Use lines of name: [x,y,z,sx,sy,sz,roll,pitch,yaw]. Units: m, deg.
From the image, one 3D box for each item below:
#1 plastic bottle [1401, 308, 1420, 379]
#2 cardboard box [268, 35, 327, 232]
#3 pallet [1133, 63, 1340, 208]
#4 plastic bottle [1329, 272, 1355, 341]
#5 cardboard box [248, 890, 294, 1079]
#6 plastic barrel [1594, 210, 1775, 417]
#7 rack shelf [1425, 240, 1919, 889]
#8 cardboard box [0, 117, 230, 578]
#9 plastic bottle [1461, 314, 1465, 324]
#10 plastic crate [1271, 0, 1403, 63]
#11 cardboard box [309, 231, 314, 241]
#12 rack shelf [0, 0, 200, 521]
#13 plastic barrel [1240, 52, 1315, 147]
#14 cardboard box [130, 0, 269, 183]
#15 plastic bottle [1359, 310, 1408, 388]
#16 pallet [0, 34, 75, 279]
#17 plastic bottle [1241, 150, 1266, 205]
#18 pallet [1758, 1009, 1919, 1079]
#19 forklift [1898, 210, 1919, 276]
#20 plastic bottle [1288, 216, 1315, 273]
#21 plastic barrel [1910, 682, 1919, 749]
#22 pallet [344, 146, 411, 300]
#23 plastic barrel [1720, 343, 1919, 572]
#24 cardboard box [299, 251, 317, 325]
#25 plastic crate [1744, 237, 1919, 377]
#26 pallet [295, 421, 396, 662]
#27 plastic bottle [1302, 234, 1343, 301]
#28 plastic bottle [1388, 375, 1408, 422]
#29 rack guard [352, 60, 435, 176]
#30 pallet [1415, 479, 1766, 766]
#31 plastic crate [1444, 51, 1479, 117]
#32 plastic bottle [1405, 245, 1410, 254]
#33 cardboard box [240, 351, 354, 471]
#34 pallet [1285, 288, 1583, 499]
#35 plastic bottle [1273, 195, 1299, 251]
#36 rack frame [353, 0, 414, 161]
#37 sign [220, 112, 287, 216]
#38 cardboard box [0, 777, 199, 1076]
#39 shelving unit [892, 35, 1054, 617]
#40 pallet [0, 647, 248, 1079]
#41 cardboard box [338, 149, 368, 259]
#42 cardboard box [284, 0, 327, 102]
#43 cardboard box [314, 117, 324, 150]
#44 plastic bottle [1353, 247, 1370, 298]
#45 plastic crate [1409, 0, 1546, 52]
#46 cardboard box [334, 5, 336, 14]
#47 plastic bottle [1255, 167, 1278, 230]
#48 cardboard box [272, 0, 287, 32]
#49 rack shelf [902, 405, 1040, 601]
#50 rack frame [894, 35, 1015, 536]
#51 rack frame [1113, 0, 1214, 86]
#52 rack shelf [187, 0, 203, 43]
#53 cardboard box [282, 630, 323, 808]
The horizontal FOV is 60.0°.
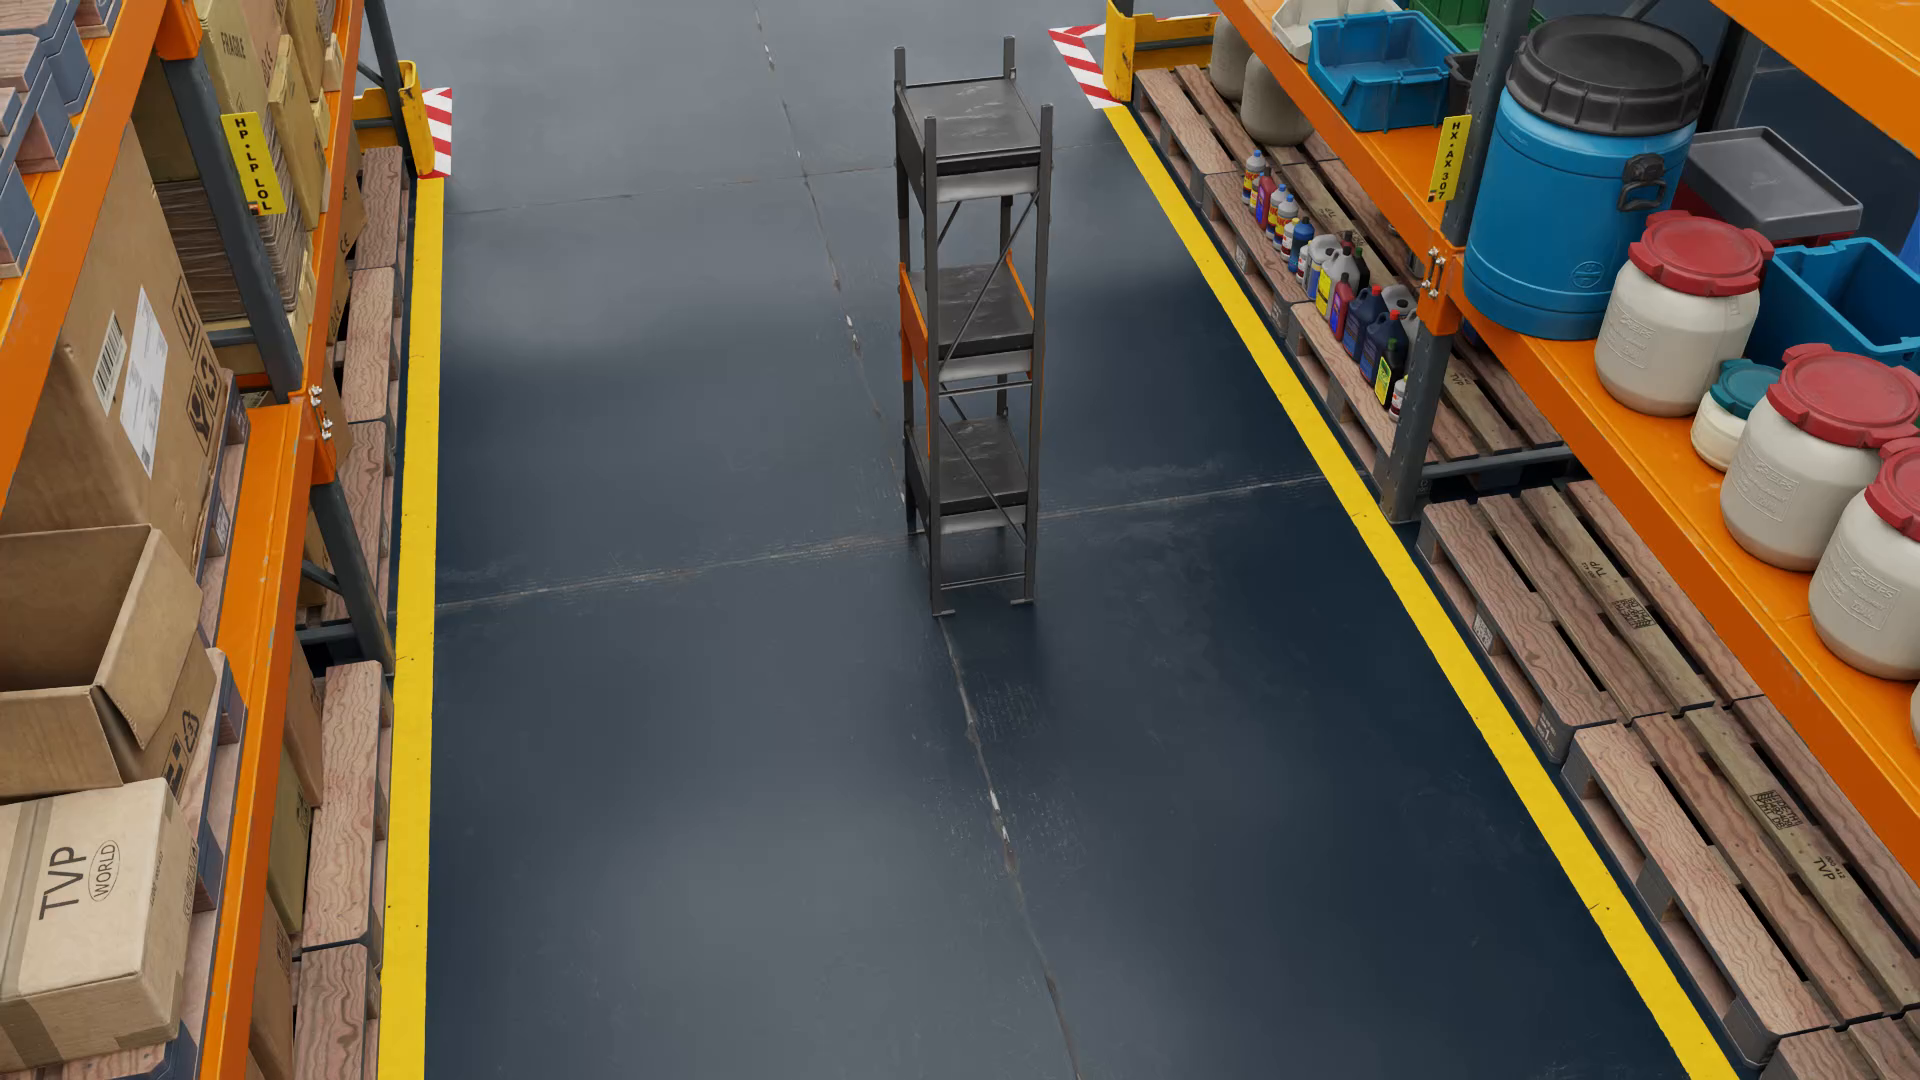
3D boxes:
plastic bottle: [1.957,-0.859,7.123,0.144,0.351,0.185,-8,42,-9]
cardboard box: [-2.709,-1.357,5.720,0.875,0.500,0.500,-8,42,-9]
pallet: [1.606,-2.269,9.147,1.003,0.211,1.213,-8,42,-9]
plastic bottle: [1.699,-1.038,7.374,0.061,0.283,0.133,-6,42,-6]
cardboard box: [-2.282,1.267,4.615,0.700,0.500,0.500,-12,43,-13]
plastic barrel: [2.229,-0.688,5.163,0.433,0.535,0.433,0,42,0]
rack shelf: [2.669,0.277,4.721,1.077,0.370,4.000,-8,42,-9]
cardboard box: [-2.564,-0.425,4.201,1.000,1.000,1.000,-8,42,-9]
plastic bottle: [2.319,-1.092,7.445,0.097,0.271,0.097,0,42,0]
plastic crate: [1.639,-2.206,7.175,0.530,0.136,0.437,-8,42,-9]
cardboard box: [-2.537,-1.150,5.976,0.380,0.149,0.250,-8,42,-9]
rack shelf: [-2.167,-0.135,2.925,1.077,0.370,4.000,-8,42,-9]
plastic barrel: [1.699,-2.368,8.715,0.421,0.512,0.421,0,42,0]
cardboard box: [-2.448,-1.430,5.049,0.500,0.500,0.500,-8,42,-9]
plastic bottle: [1.817,-0.839,7.099,0.144,0.351,0.185,-9,42,-10]
pallet: [-2.343,-0.543,2.985,1.213,0.211,1.003,-8,42,-9]
plastic bottle: [1.461,-1.806,8.249,0.097,0.271,0.097,0,42,0]
pallet: [2.971,1.839,4.519,1.003,0.211,1.213,-8,42,-9]
forklift: [5.454,-1.381,6.098,3.031,2.935,1.130,15,44,16]
plastic bottle: [1.600,-1.388,7.777,0.097,0.271,0.097,0,42,0]
plastic barrel: [2.579,0.353,4.009,0.421,0.512,0.421,0,42,0]
pallet: [-3.305,-1.548,8.335,1.003,0.211,1.213,-8,42,-9]
plastic barrel: [2.388,-0.212,4.627,0.433,0.535,0.433,0,42,0]
cardboard box: [-2.393,-0.832,5.616,0.380,0.149,0.250,-8,42,-9]
plastic crate: [2.779,-0.612,5.192,0.392,0.384,0.575,-8,42,-9]
pallet: [-2.779,0.033,6.553,1.003,0.211,1.213,-8,42,-9]
plastic bottle: [1.674,-1.251,7.620,0.152,0.276,0.135,-8,42,-8]
plastic bottle: [1.854,-0.597,6.940,0.097,0.201,0.097,0,42,0]
rack guard: [-3.446,-2.188,8.838,1.175,0.500,0.348,-8,42,-9]
pallet: [2.444,0.258,6.301,1.003,0.211,1.213,-8,42,-9]
plastic crate: [2.248,-1.623,6.366,0.767,0.338,0.504,-8,42,-9]
plastic bottle: [2.187,-1.462,7.914,0.097,0.201,0.097,0,42,0]
cardboard box: [-2.777,-0.436,6.549,0.500,0.500,0.500,4,42,4]
pallet: [2.133,-0.687,7.365,1.003,0.211,1.213,-8,42,-9]
plastic bottle: [1.556,-1.519,7.925,0.097,0.271,0.097,0,42,0]
rack frame: [-3.463,-3.172,8.064,1.000,3.000,0.127,-8,42,-9]
sign: [-2.058,-1.094,4.851,0.100,0.325,0.005,-8,42,-9]
cardboard box: [-1.873,0.793,3.393,0.500,0.250,0.500,-9,42,-10]
shelving unit: [0.036,-0.678,5.932,0.431,2.100,0.503,-8,42,-9]
pallet: [-2.203,0.808,3.724,1.003,0.211,1.213,-8,42,-9]
cardboard box: [-3.182,-1.604,7.864,0.500,0.500,0.500,2,42,2]
cardboard box: [-2.983,-1.997,6.441,0.875,0.500,0.500,-8,42,-9]
cardboard box: [-2.646,-1.474,6.341,0.380,0.149,0.250,-8,42,-9]
plastic bottle: [1.800,-1.179,7.533,0.061,0.283,0.133,-8,42,-9]
plastic crate: [2.220,-2.130,7.050,0.450,0.188,0.662,-8,42,-9]
cardboard box: [-3.003,-2.442,7.430,0.380,0.149,0.250,-8,42,-9]
plastic bottle: [1.492,-1.661,8.076,0.061,0.283,0.133,-8,42,-9]
cardboard box: [-2.665,-2.078,5.779,0.500,0.500,0.500,-8,42,-9]
rack shelf: [0.036,-0.144,6.406,0.431,0.518,0.480,-8,42,-9]
rack frame: [-0.017,-0.836,6.110,0.400,2.100,0.015,-8,42,-9]
rack frame: [1.374,-3.882,8.863,1.000,3.000,0.127,-8,42,-9]
rack shelf: [-3.031,-2.728,5.846,1.077,0.370,4.000,-8,42,-9]
cardboard box: [-2.488,0.592,5.375,0.700,0.500,0.500,-11,43,-13]
